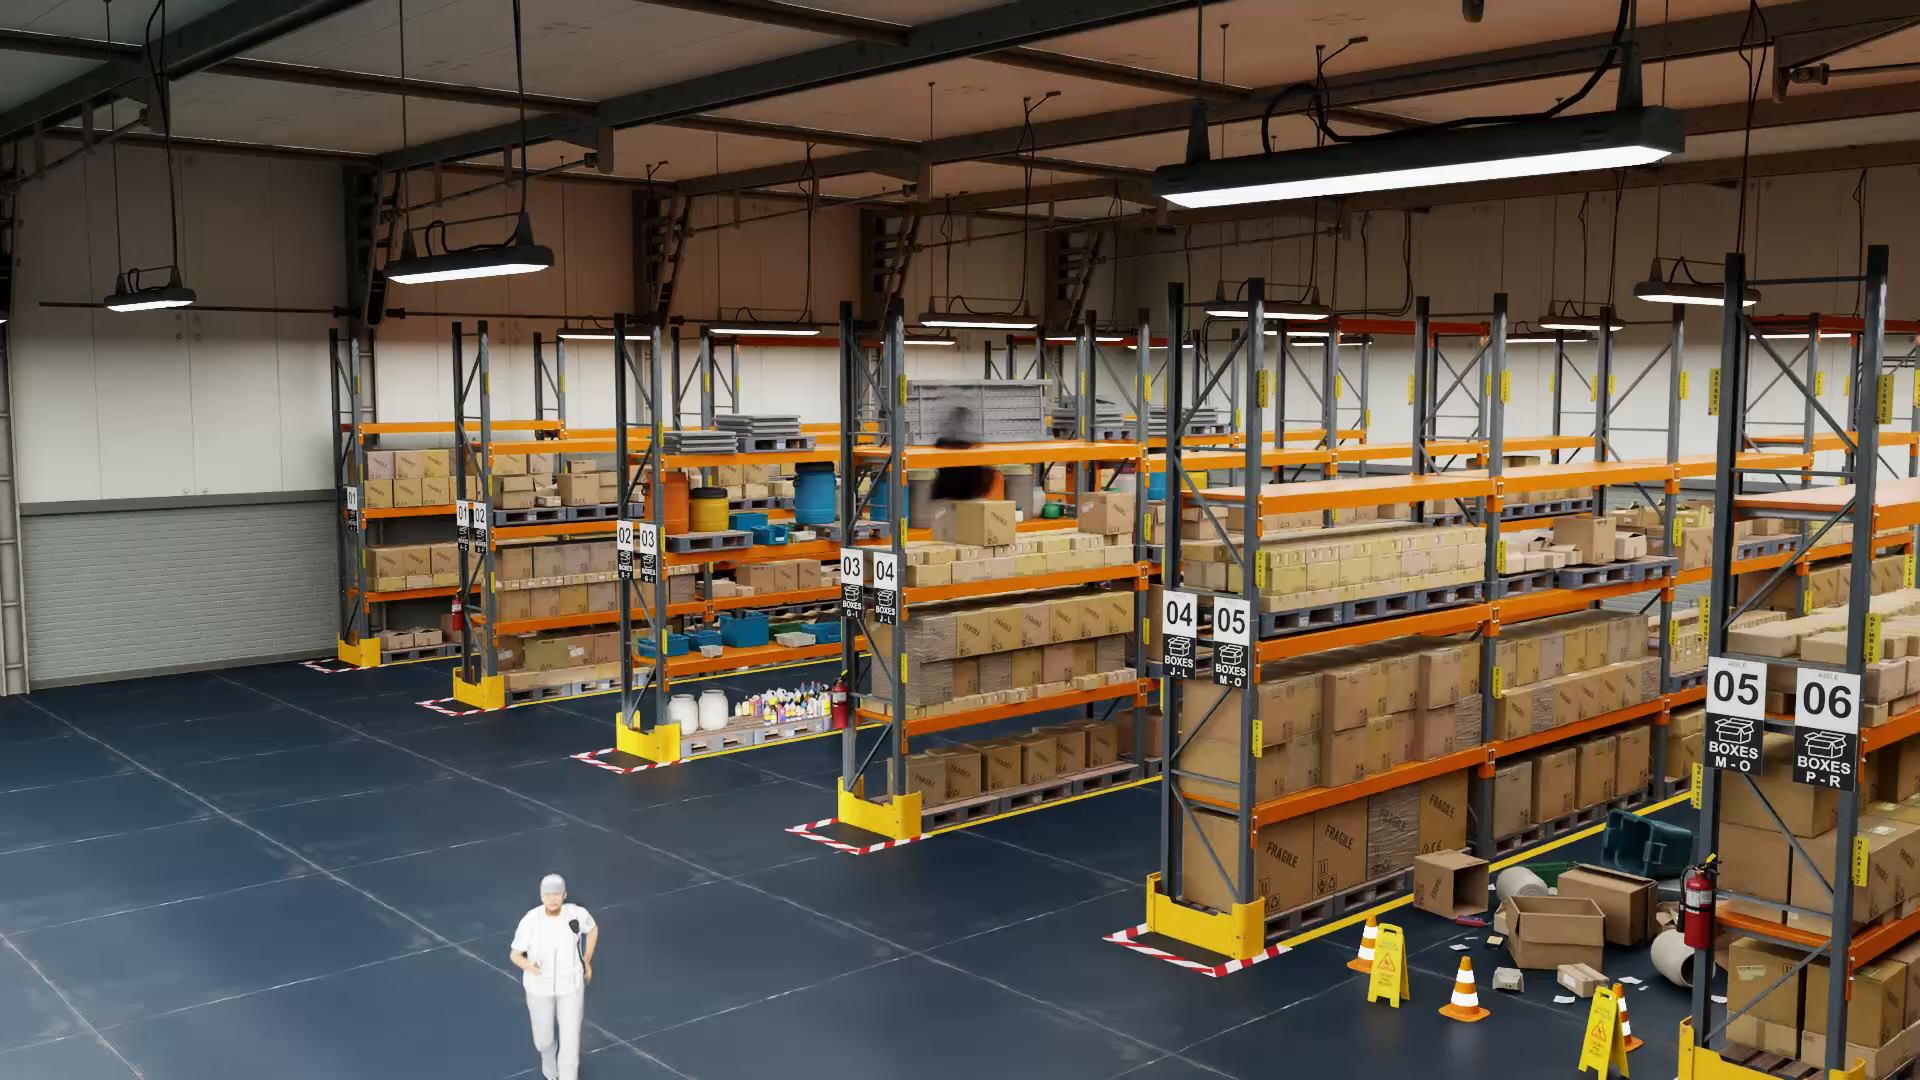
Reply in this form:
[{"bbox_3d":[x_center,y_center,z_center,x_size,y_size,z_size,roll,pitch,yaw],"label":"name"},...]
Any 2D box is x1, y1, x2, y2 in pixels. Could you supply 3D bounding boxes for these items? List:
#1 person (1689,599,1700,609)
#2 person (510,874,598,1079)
[{"bbox_3d":[11.306,1.762,25.599,0.831,1.753,0.694,-4,7,-38],"label":"person"},{"bbox_3d":[-2.850,3.170,11.723,0.606,1.666,0.924,-1,6,-13],"label":"person"}]
